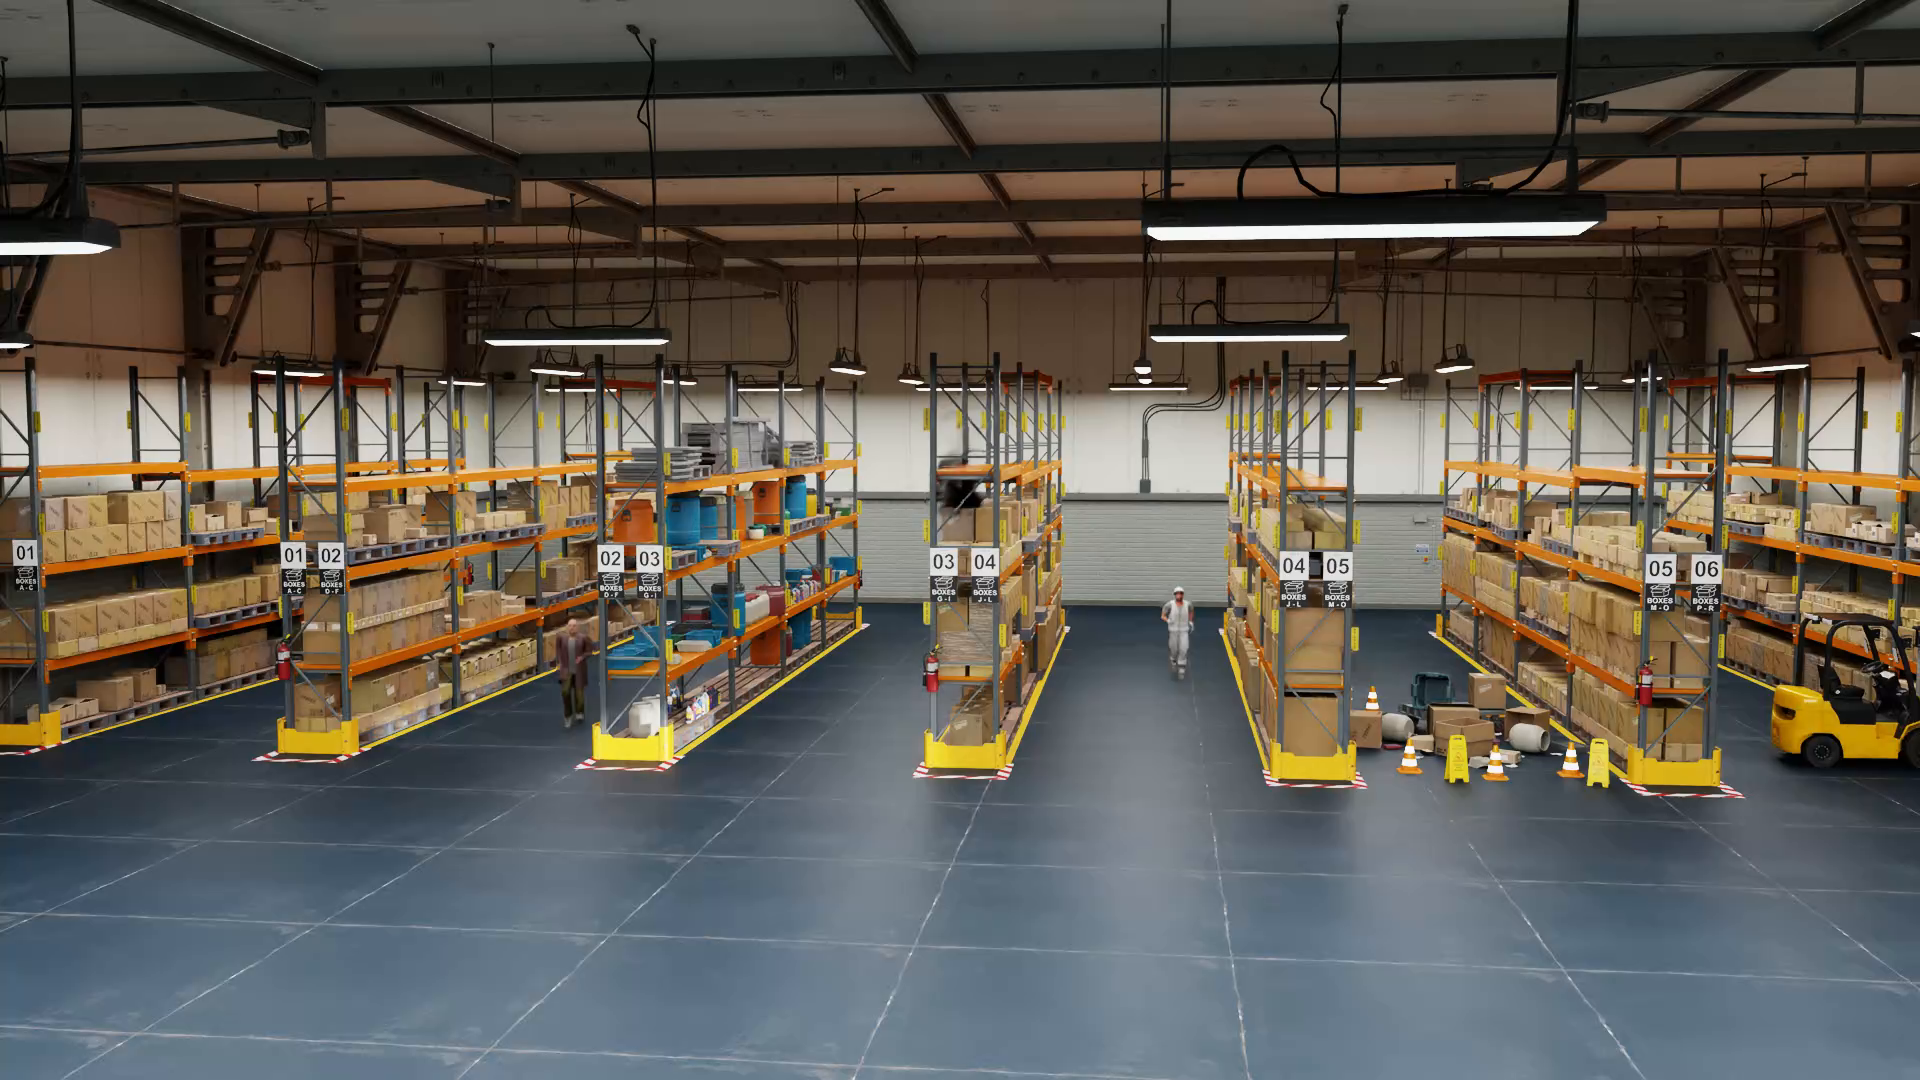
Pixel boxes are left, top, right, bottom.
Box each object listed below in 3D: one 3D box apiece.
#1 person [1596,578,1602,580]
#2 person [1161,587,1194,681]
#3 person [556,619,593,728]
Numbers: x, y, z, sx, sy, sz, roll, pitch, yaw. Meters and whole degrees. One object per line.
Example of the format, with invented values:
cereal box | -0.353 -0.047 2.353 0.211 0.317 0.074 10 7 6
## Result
person | 13.379 1.666 34.917 0.642 1.755 0.541 0 4 -3
person | 4.252 1.797 32.441 0.649 1.778 1.007 0 4 2
person | -6.375 2.195 27.464 0.617 1.814 0.931 -1 4 -9
